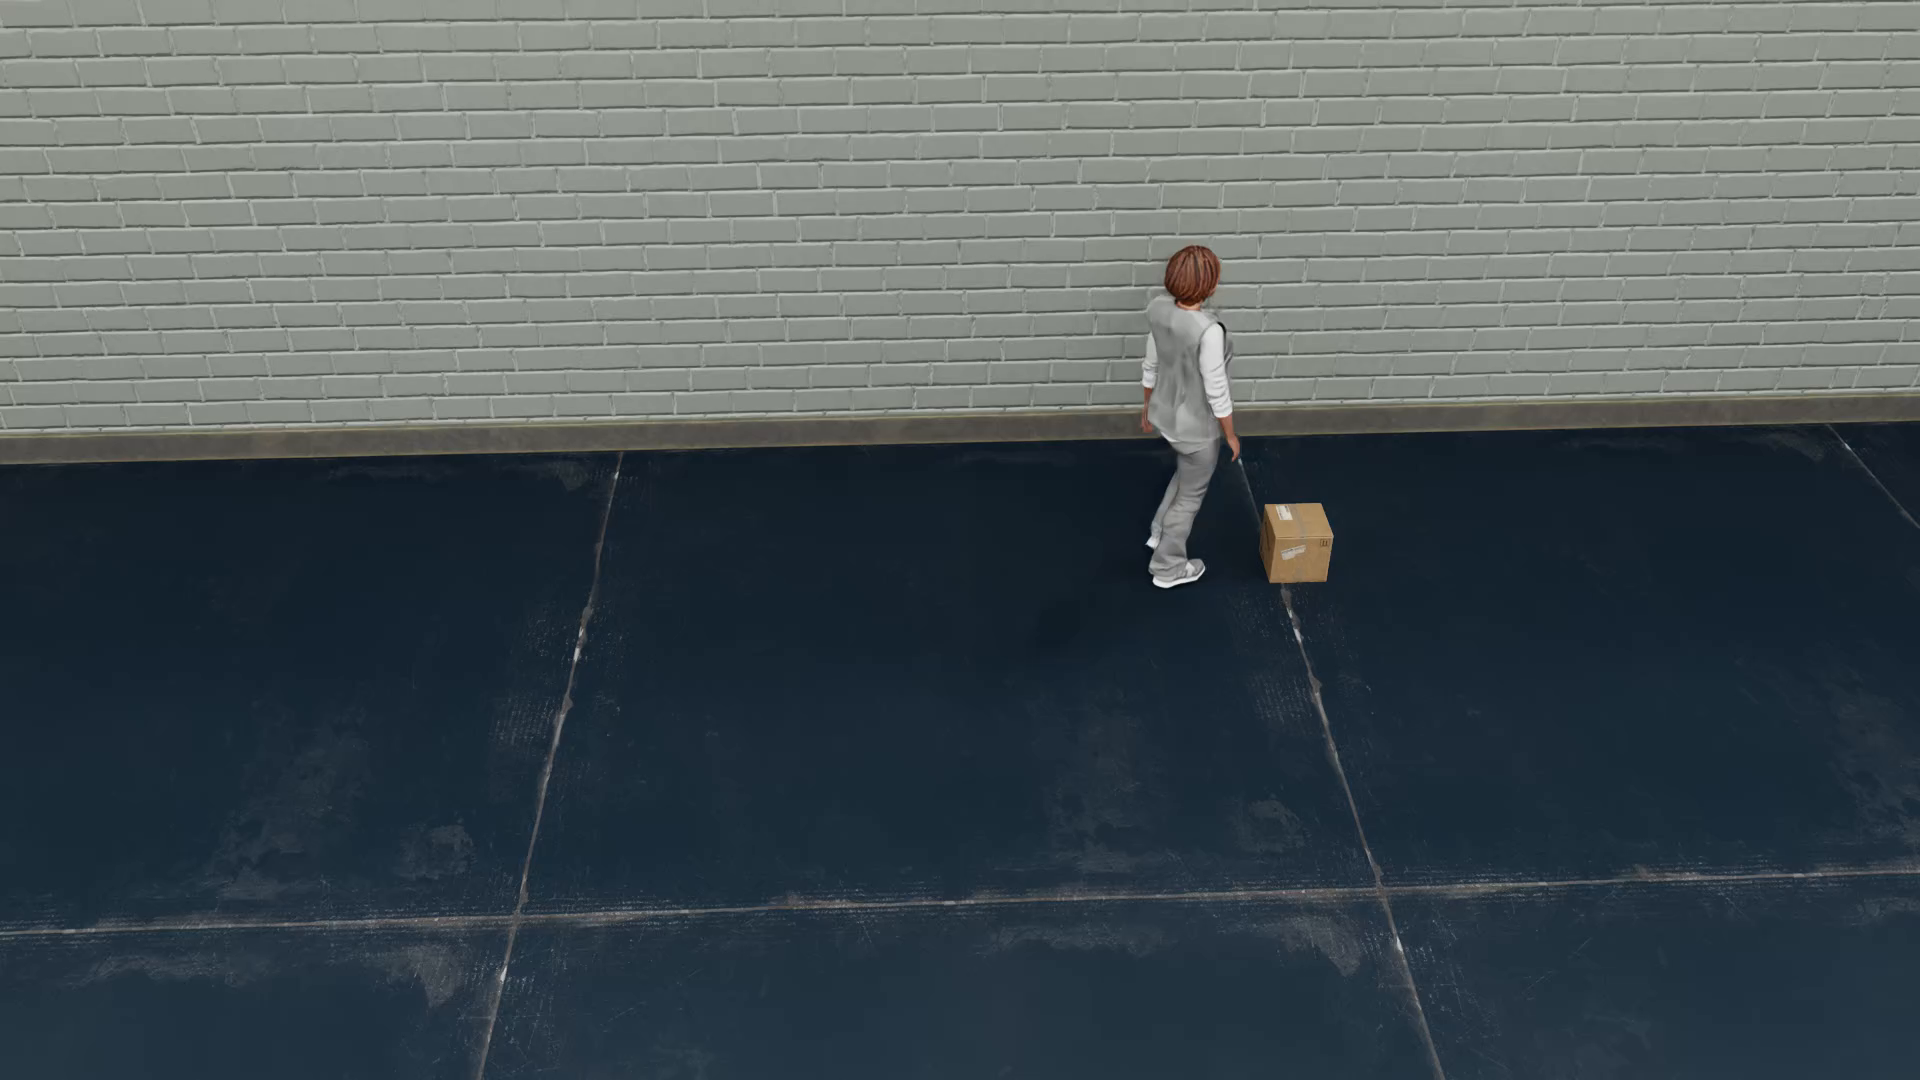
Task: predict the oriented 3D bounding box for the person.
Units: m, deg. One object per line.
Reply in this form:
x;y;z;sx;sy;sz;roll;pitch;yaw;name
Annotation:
0.974;-0.482;6.810;0.413;1.604;0.466;-19;40;-24;person
